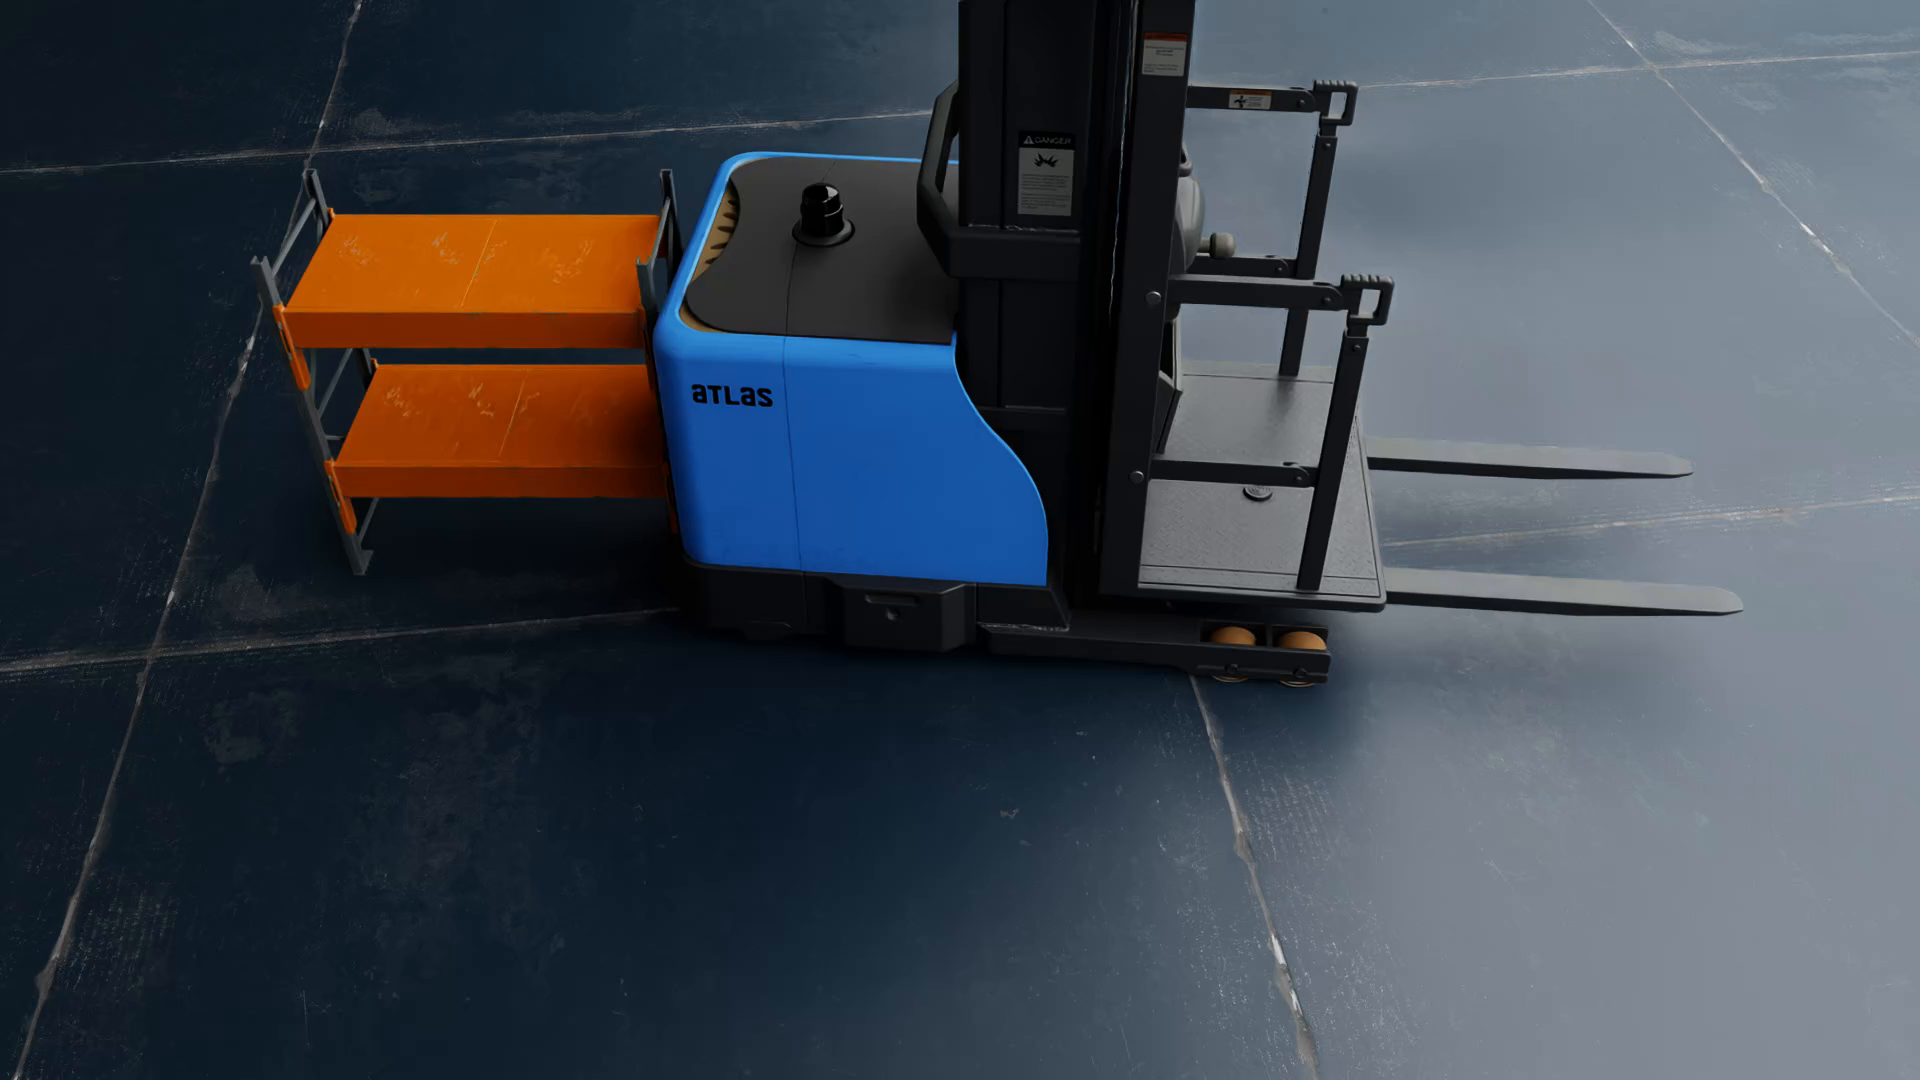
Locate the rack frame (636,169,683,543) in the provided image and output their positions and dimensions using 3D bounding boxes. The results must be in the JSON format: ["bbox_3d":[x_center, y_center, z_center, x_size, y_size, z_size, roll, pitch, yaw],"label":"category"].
[{"bbox_3d":[-0.837,-0.473,4.935,0.032,1.125,0.500,0,42,0],"label":"rack frame"}]

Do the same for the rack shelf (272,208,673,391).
[{"bbox_3d":[-1.345,-0.692,4.740,1.000,0.278,0.538,0,42,0],"label":"rack shelf"}]

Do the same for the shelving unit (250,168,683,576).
[{"bbox_3d":[-1.345,-0.474,4.936,1.048,1.125,0.538,0,42,0],"label":"shelving unit"}]

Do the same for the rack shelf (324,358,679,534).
[{"bbox_3d":[-1.345,-0.293,5.100,1.000,0.278,0.538,0,42,0],"label":"rack shelf"}]

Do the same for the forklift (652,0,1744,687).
[{"bbox_3d":[0.739,-1.040,4.215,3.031,2.935,1.130,4,42,4],"label":"forklift"}]

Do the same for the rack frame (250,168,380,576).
[{"bbox_3d":[-1.854,-0.475,4.937,0.032,1.125,0.500,0,42,0],"label":"rack frame"}]
